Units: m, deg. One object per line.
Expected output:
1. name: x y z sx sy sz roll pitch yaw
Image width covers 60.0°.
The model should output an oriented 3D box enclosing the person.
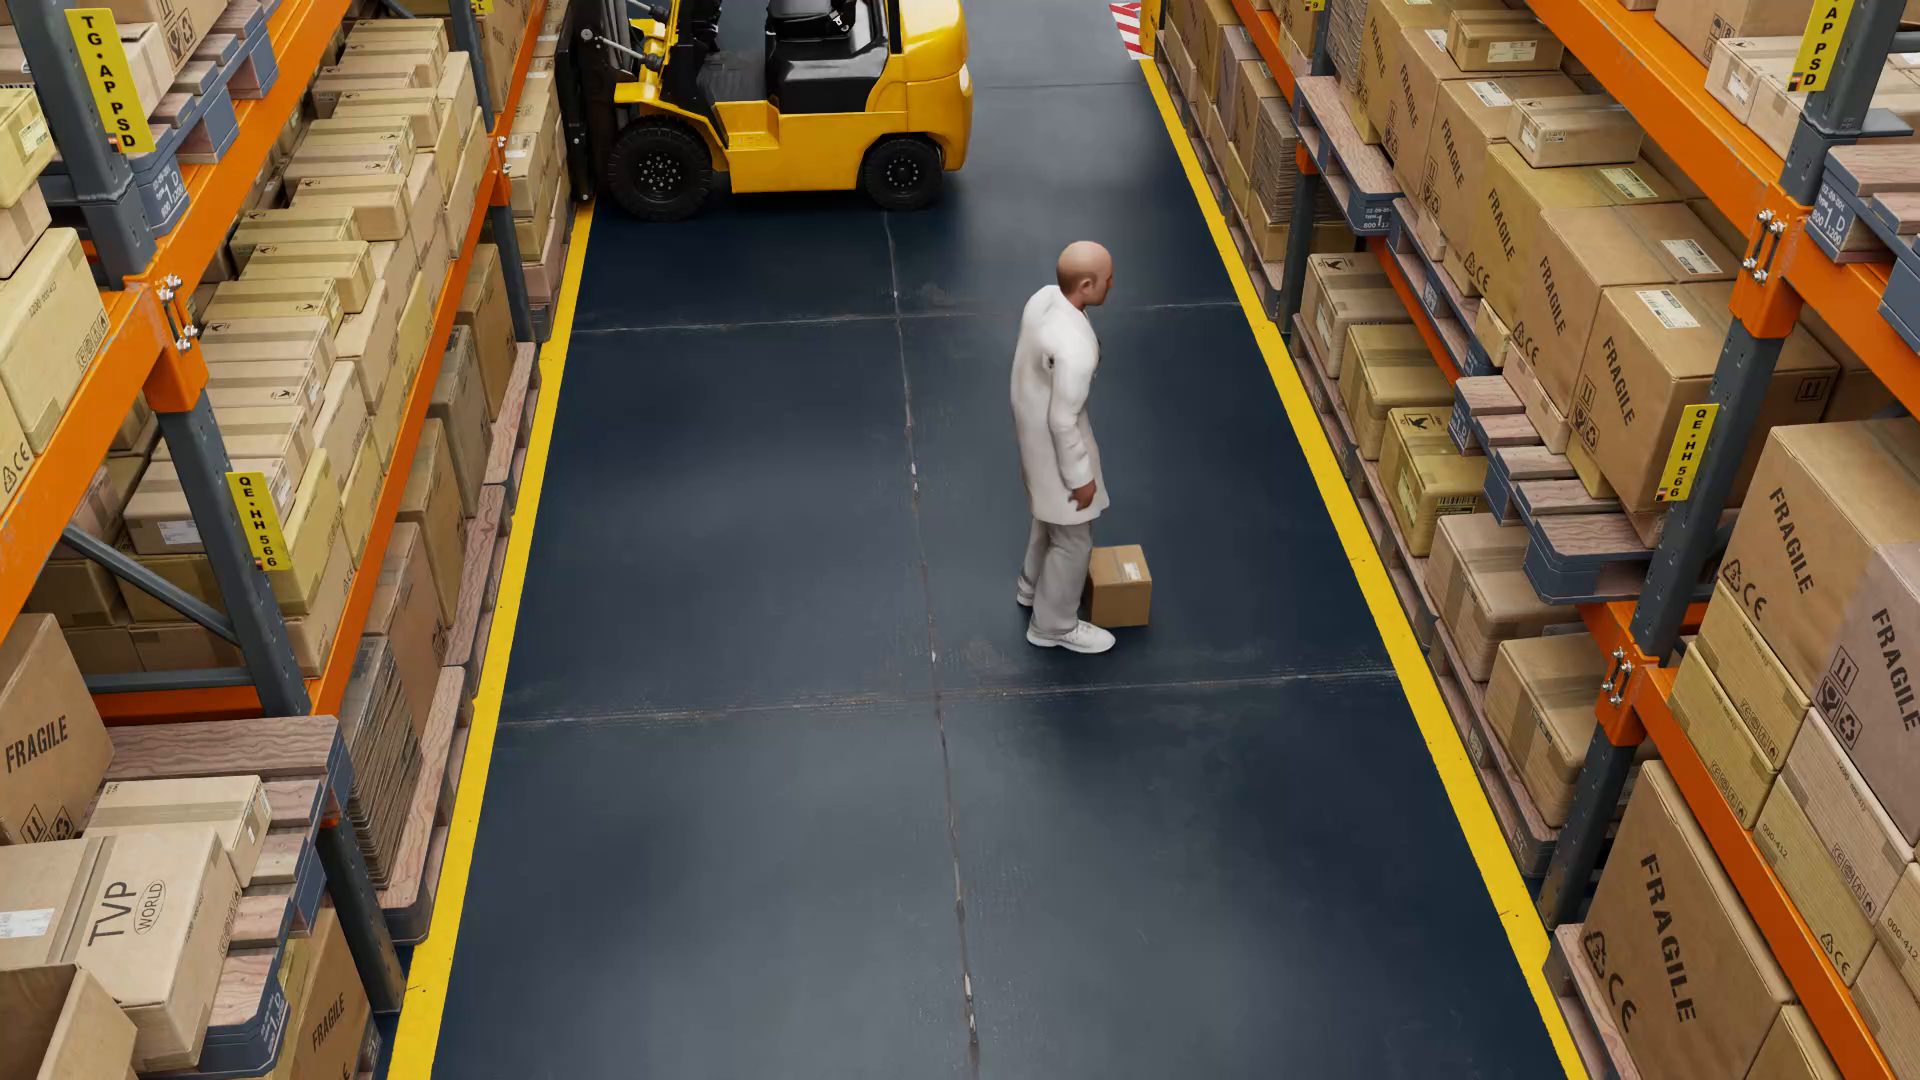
1. person: 0.415 -0.379 6.642 0.428 1.772 0.640 -5 39 -6
